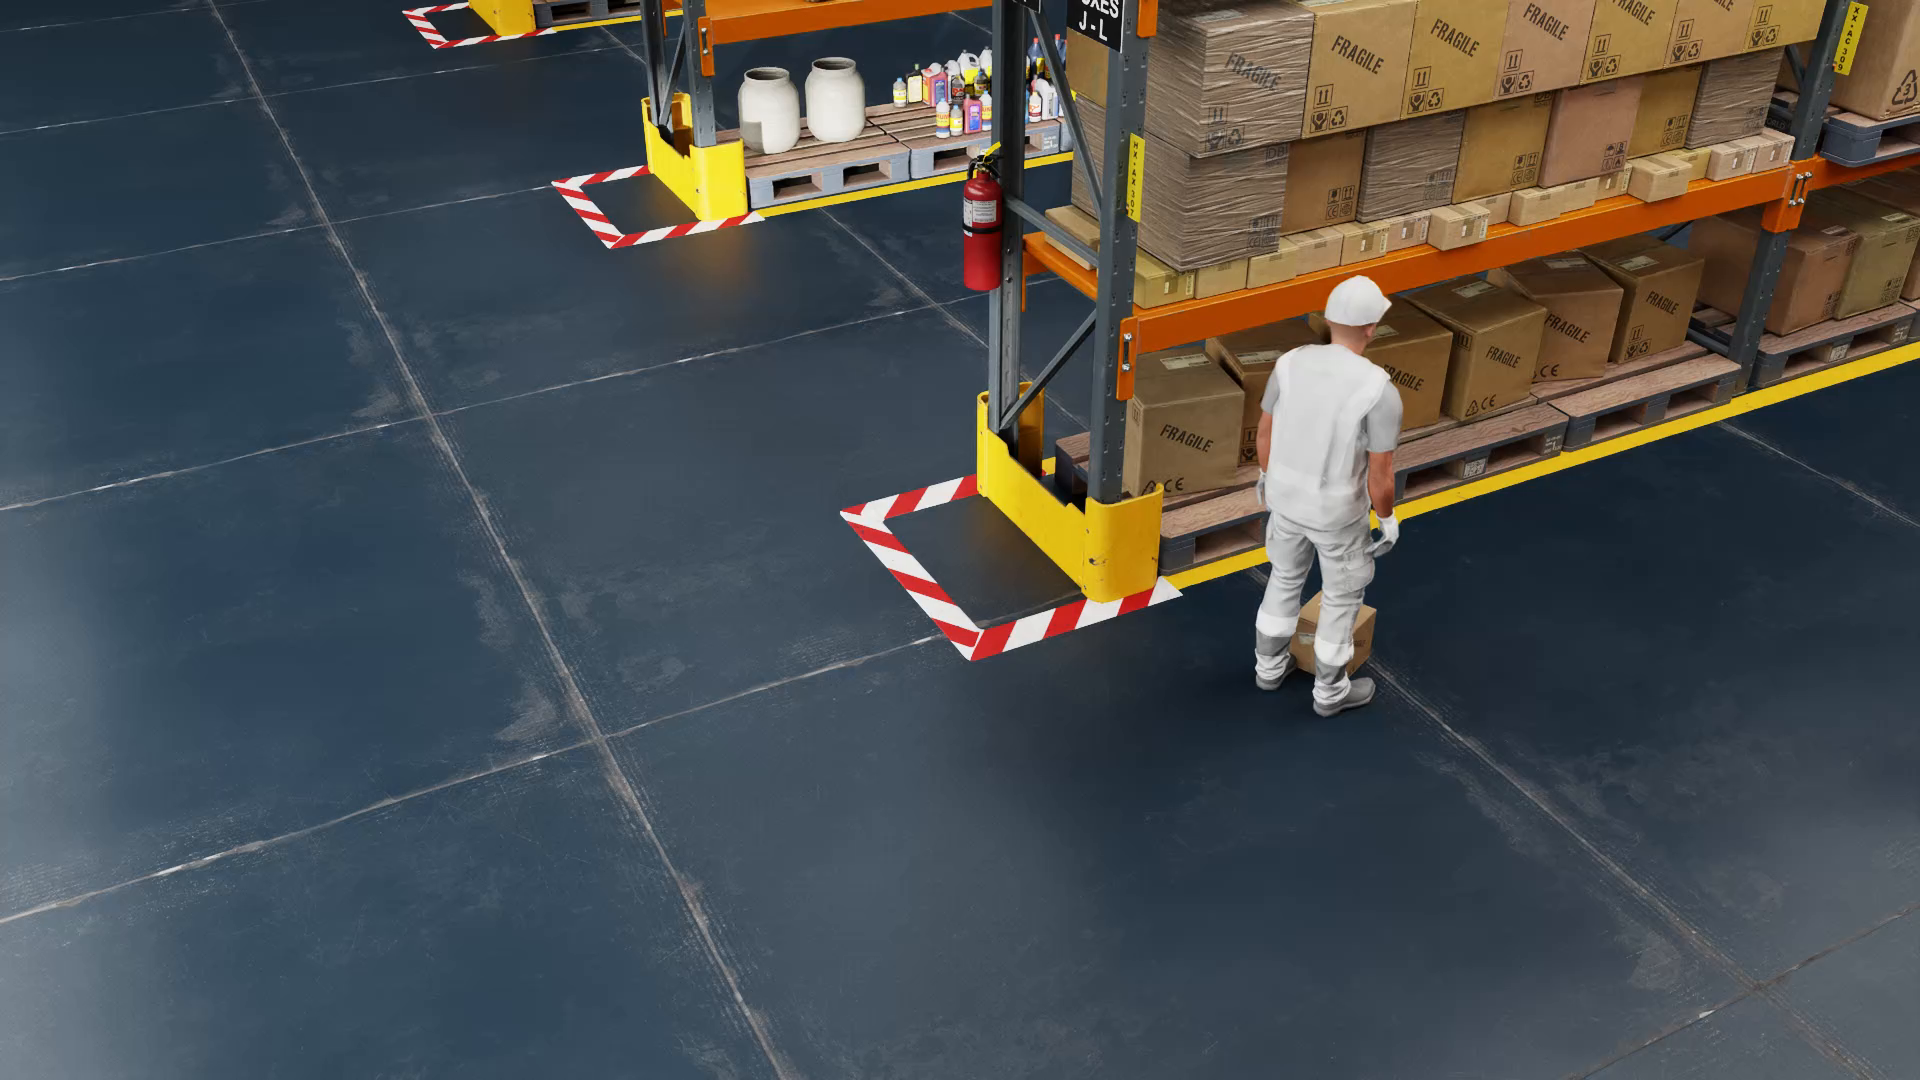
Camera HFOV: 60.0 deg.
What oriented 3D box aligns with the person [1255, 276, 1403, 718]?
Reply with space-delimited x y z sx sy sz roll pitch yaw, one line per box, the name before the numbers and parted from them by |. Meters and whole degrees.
person | 1.398 -0.150 6.358 0.610 1.779 0.455 27 41 35
